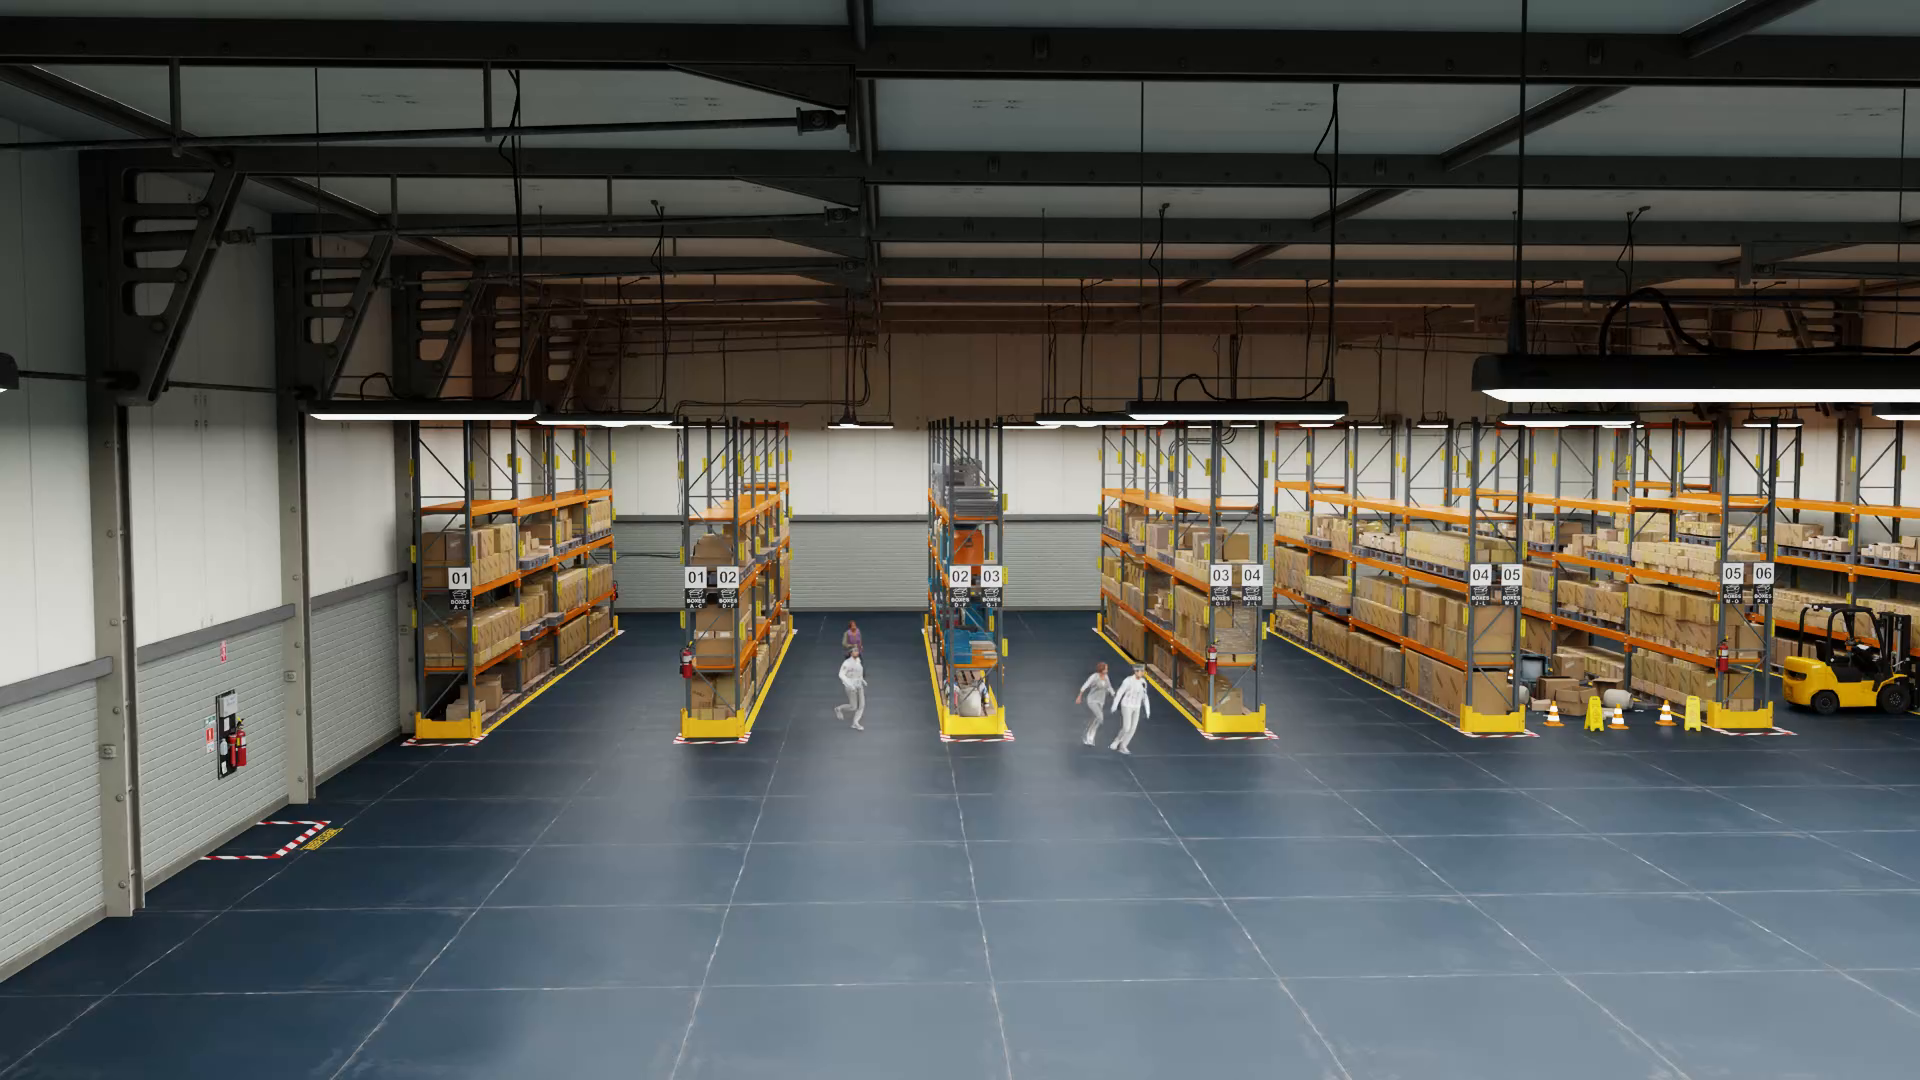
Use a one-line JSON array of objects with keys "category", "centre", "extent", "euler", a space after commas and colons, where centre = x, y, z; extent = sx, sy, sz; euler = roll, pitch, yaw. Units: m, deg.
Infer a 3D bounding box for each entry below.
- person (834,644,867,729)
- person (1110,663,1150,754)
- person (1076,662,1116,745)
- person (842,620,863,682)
[{"category": "person", "centre": [-2.105, 2.815, 32.094], "extent": [0.652, 1.652, 0.631], "euler": [3, 5, 37]}, {"category": "person", "centre": [3.026, 2.997, 29.534], "extent": [0.631, 1.644, 0.544], "euler": [-2, 4, -32]}, {"category": "person", "centre": [2.524, 2.975, 30.203], "extent": [0.521, 1.551, 0.764], "euler": [-3, 5, -41]}, {"category": "person", "centre": [-2.391, 2.542, 36.851], "extent": [0.542, 1.561, 0.905], "euler": [-1, 4, -20]}]
